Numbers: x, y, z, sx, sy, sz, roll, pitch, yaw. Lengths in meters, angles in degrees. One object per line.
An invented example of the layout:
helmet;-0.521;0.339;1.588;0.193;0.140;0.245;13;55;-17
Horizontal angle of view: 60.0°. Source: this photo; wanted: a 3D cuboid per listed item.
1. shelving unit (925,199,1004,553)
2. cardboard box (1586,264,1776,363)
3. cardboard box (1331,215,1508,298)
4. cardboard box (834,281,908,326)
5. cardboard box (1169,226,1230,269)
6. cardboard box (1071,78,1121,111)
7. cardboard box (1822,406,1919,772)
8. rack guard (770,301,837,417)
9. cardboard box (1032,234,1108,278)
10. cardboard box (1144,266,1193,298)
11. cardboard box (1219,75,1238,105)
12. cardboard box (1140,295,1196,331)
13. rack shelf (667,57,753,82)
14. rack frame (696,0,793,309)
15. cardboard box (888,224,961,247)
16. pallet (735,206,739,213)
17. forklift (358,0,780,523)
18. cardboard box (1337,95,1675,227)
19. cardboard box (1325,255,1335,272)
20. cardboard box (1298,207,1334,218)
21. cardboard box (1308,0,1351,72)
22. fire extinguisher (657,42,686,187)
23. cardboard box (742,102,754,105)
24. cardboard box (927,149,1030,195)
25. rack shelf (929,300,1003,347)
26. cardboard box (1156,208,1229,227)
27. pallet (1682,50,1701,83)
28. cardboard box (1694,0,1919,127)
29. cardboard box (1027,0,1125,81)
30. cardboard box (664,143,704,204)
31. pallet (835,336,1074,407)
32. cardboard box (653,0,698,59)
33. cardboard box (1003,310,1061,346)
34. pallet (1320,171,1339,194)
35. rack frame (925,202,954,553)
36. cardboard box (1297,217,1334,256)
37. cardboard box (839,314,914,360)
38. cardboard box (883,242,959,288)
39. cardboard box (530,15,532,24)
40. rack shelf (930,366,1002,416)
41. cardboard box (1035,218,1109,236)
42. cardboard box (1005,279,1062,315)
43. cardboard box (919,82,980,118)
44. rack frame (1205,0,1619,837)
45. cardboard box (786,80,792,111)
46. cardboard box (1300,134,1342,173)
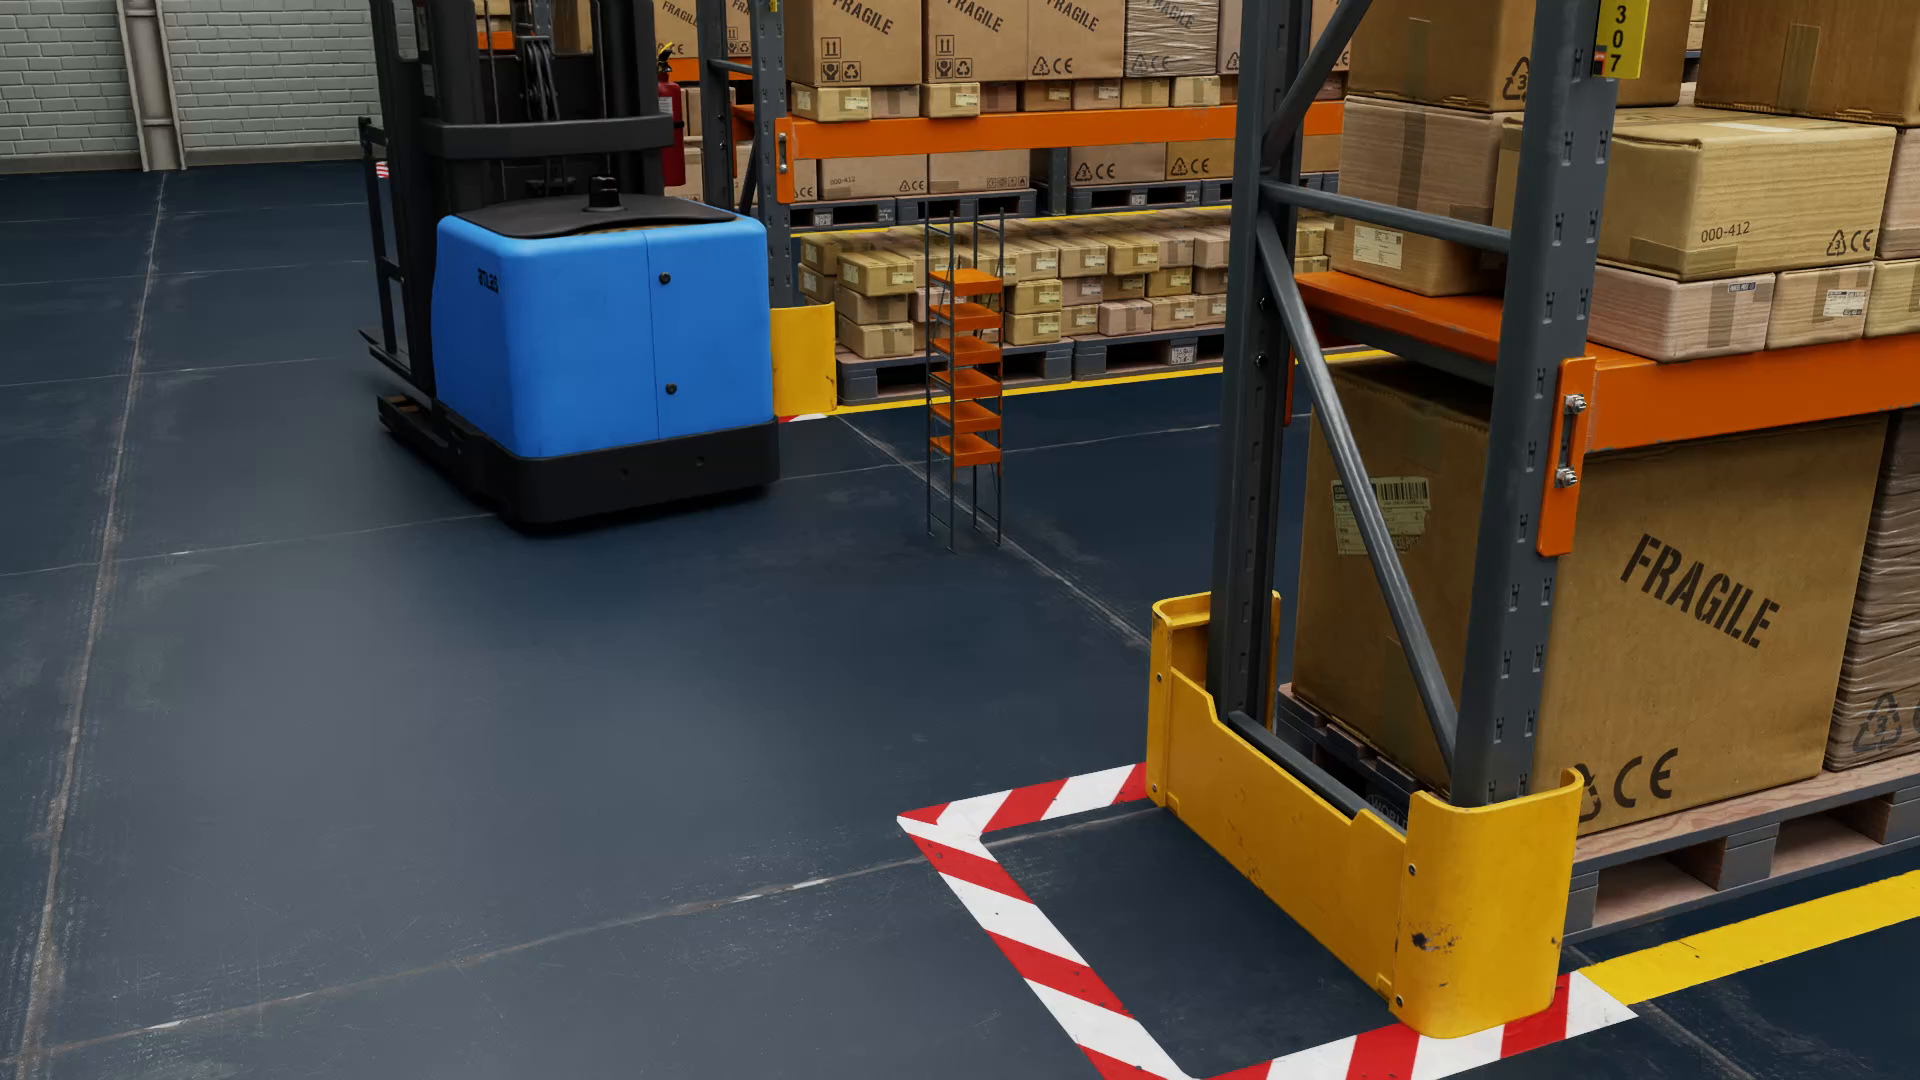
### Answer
shelving unit;0.013;-0.568;5.828;0.189;1.200;0.258;-8;21;-22
cardboard box;1.316;-0.463;3.200;0.250;0.149;0.380;-8;21;-21
cardboard box;1.056;-0.665;3.771;0.250;0.149;0.380;-8;21;-21
cardboard box;-0.429;-1.146;7.973;0.250;0.149;0.380;-7;21;-20
cardboard box;1.269;-1.502;8.535;0.250;0.149;0.380;-9;21;-24
cardboard box;0.581;-2.179;8.072;0.250;0.149;0.380;-9;21;-23
cardboard box;2.251;-0.060;4.243;0.875;0.875;0.875;-8;21;-22
rack guard;-0.942;-0.993;8.089;0.348;0.500;1.175;-8;21;-22
cardboard box;0.544;-1.420;8.302;0.250;0.149;0.380;-7;21;-20
cardboard box;1.003;-1.369;8.607;0.250;0.149;0.380;-7;21;-19
cardboard box;1.290;-2.288;8.382;0.250;0.149;0.380;-8;21;-23
cardboard box;1.011;-1.194;8.557;0.250;0.149;0.380;-8;21;-22
rack shelf;-1.229;-3.582;12.761;4.000;0.370;1.077;-8;21;-22
rack frame;-1.012;-2.162;7.645;0.127;3.000;1.000;-8;21;-22
cardboard box;-0.185;-1.531;8.618;0.250;0.149;0.380;-9;21;-23
pallet;-2.362;-2.472;12.724;1.213;0.211;1.003;-8;21;-22
forklift;-1.923;-1.877;6.940;1.130;2.935;3.031;-12;23;-31
cardboard box;1.200;-0.850;3.698;0.500;0.250;0.500;-9;21;-23
cardboard box;2.015;-1.463;8.874;0.250;0.149;0.380;-9;21;-24
cardboard box;1.986;-1.822;9.444;0.250;0.149;0.380;-7;21;-19
cardboard box;1.851;-2.658;8.455;0.500;0.500;0.500;-9;21;-23
fire extinguisher;-1.426;-2.057;8.025;0.183;0.674;0.296;-8;21;-22
cardboard box;-2.063;-4.612;18.021;0.500;0.311;0.500;-7;21;-20
cardboard box;-0.012;-3.124;13.603;0.875;0.438;0.875;-8;21;-23
rack shelf;0.013;-0.752;5.763;0.180;0.103;0.258;-8;21;-22
cardboard box;1.277;-1.723;9.165;0.250;0.149;0.380;-8;21;-21
pallet;3.420;-2.654;9.331;1.213;0.211;1.003;-8;21;-22
cardboard box;1.867;-1.106;3.295;0.500;0.500;0.500;-9;21;-23
cardboard box;0.446;-2.463;7.902;0.500;0.500;0.500;-8;21;-21
cardboard box;-2.499;-2.765;12.583;0.875;0.438;0.875;-9;21;-24
pallet;-0.182;-0.953;8.409;1.213;0.211;1.003;-8;21;-22
cardboard box;-2.058;-3.756;12.022;0.500;0.500;0.500;-8;21;-23
cardboard box;0.307;-1.081;8.235;0.250;0.149;0.380;-8;21;-21
pallet;3.526;-3.314;15.117;1.213;0.211;1.003;-8;21;-22
rack frame;-0.071;-0.556;5.794;0.006;1.200;0.240;-8;21;-22
cardboard box;1.992;-1.615;8.857;0.250;0.149;0.380;-8;21;-22
cardboard box;-0.404;-0.986;7.967;0.250;0.149;0.380;-8;21;-21
cardboard box;-0.191;-1.334;8.059;0.250;0.149;0.380;-8;21;-21
cardboard box;-4.182;-5.105;16.382;0.250;0.149;0.380;-8;21;-23
rack shelf;0.013;-0.526;5.843;0.180;0.103;0.258;-8;21;-22
cardboard box;0.588;-1.599;8.811;0.250;0.149;0.380;-9;21;-24
cardboard box;0.313;-1.225;8.196;0.250;0.149;0.380;-7;21;-20
cardboard box;-0.099;-2.051;7.709;0.250;0.149;0.380;-9;21;-23
rack frame;0.860;-0.636;3.312;0.127;3.000;1.000;-8;21;-22
cardboard box;-0.825;-2.172;8.053;0.250;0.149;0.380;-8;21;-22
cardboard box;2.792;-3.725;14.651;0.875;0.875;0.875;-8;21;-21
